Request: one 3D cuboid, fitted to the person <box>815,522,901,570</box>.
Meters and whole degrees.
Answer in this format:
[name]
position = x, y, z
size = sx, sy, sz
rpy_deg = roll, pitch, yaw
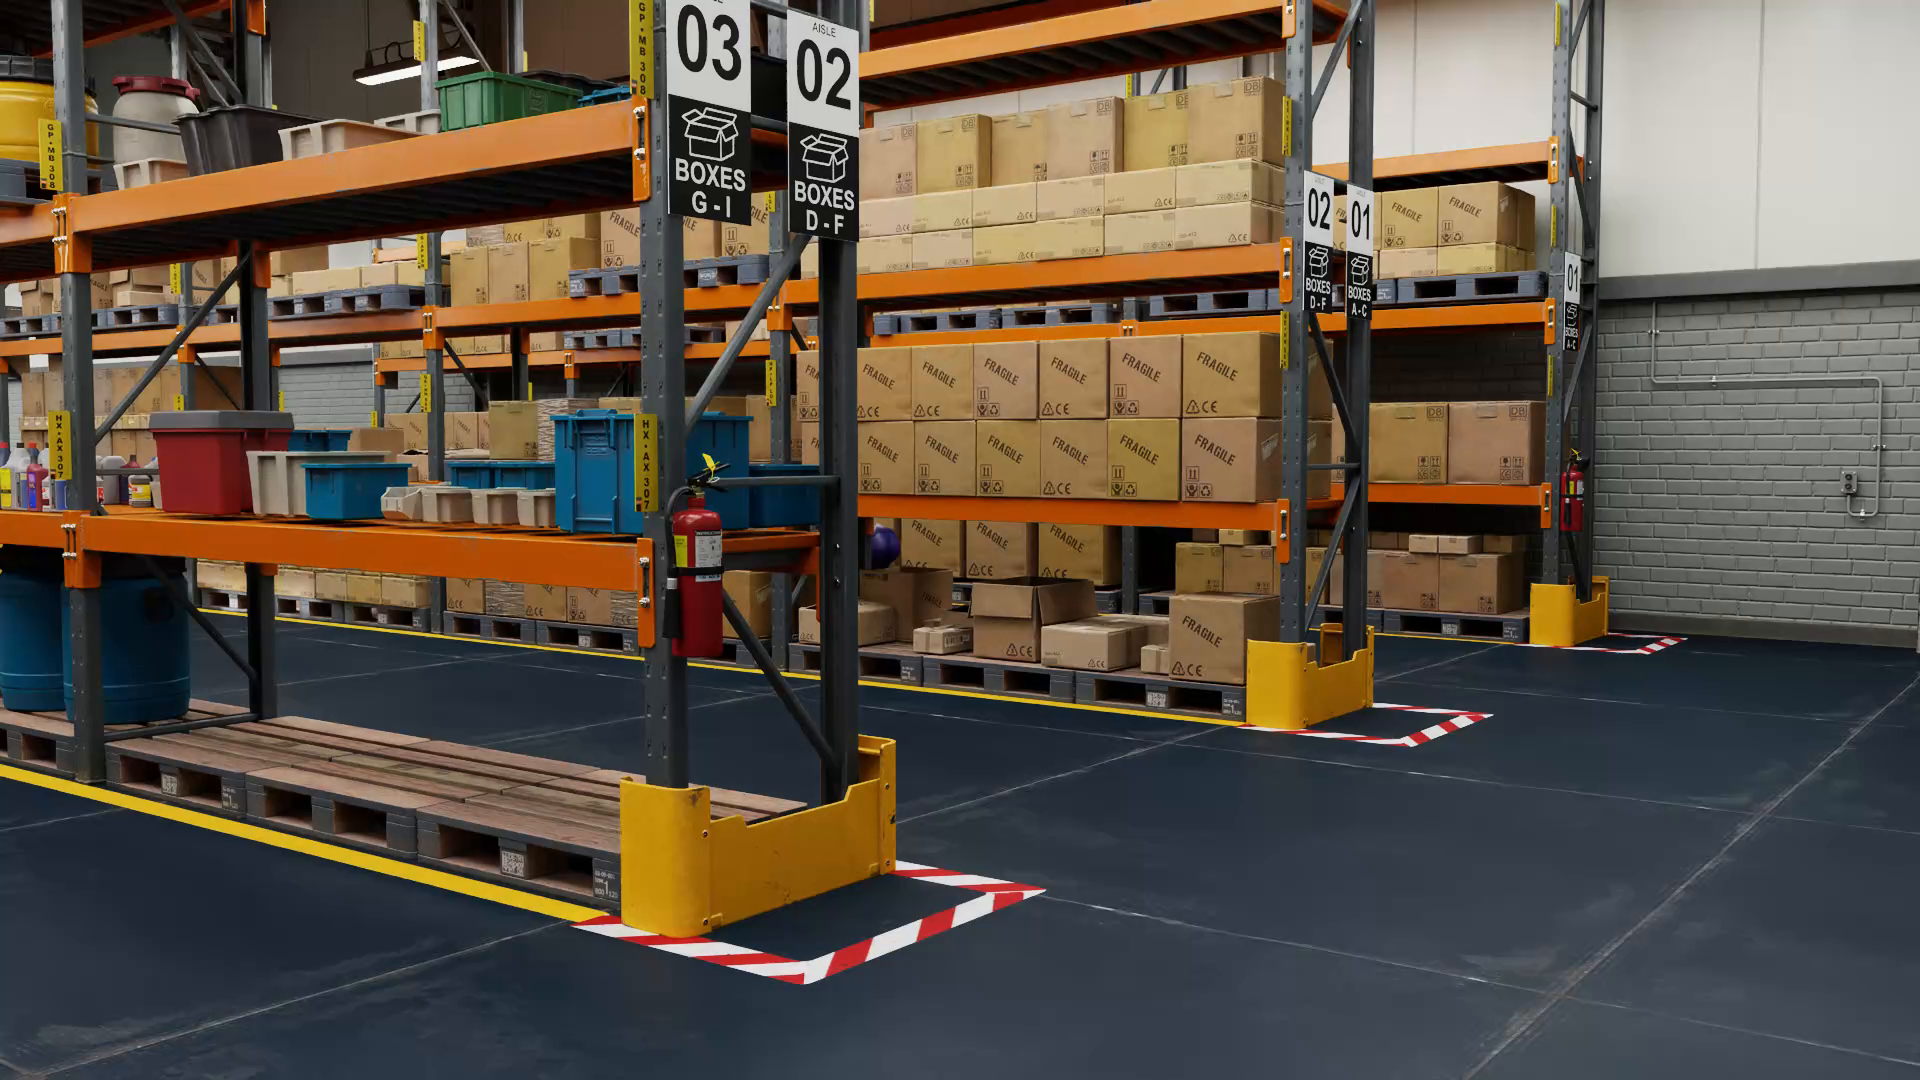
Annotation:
[person]
position = -0.999, 0.246, 15.702
size = 0.893, 0.998, 0.515
rpy_deg = 2, 4, 33
